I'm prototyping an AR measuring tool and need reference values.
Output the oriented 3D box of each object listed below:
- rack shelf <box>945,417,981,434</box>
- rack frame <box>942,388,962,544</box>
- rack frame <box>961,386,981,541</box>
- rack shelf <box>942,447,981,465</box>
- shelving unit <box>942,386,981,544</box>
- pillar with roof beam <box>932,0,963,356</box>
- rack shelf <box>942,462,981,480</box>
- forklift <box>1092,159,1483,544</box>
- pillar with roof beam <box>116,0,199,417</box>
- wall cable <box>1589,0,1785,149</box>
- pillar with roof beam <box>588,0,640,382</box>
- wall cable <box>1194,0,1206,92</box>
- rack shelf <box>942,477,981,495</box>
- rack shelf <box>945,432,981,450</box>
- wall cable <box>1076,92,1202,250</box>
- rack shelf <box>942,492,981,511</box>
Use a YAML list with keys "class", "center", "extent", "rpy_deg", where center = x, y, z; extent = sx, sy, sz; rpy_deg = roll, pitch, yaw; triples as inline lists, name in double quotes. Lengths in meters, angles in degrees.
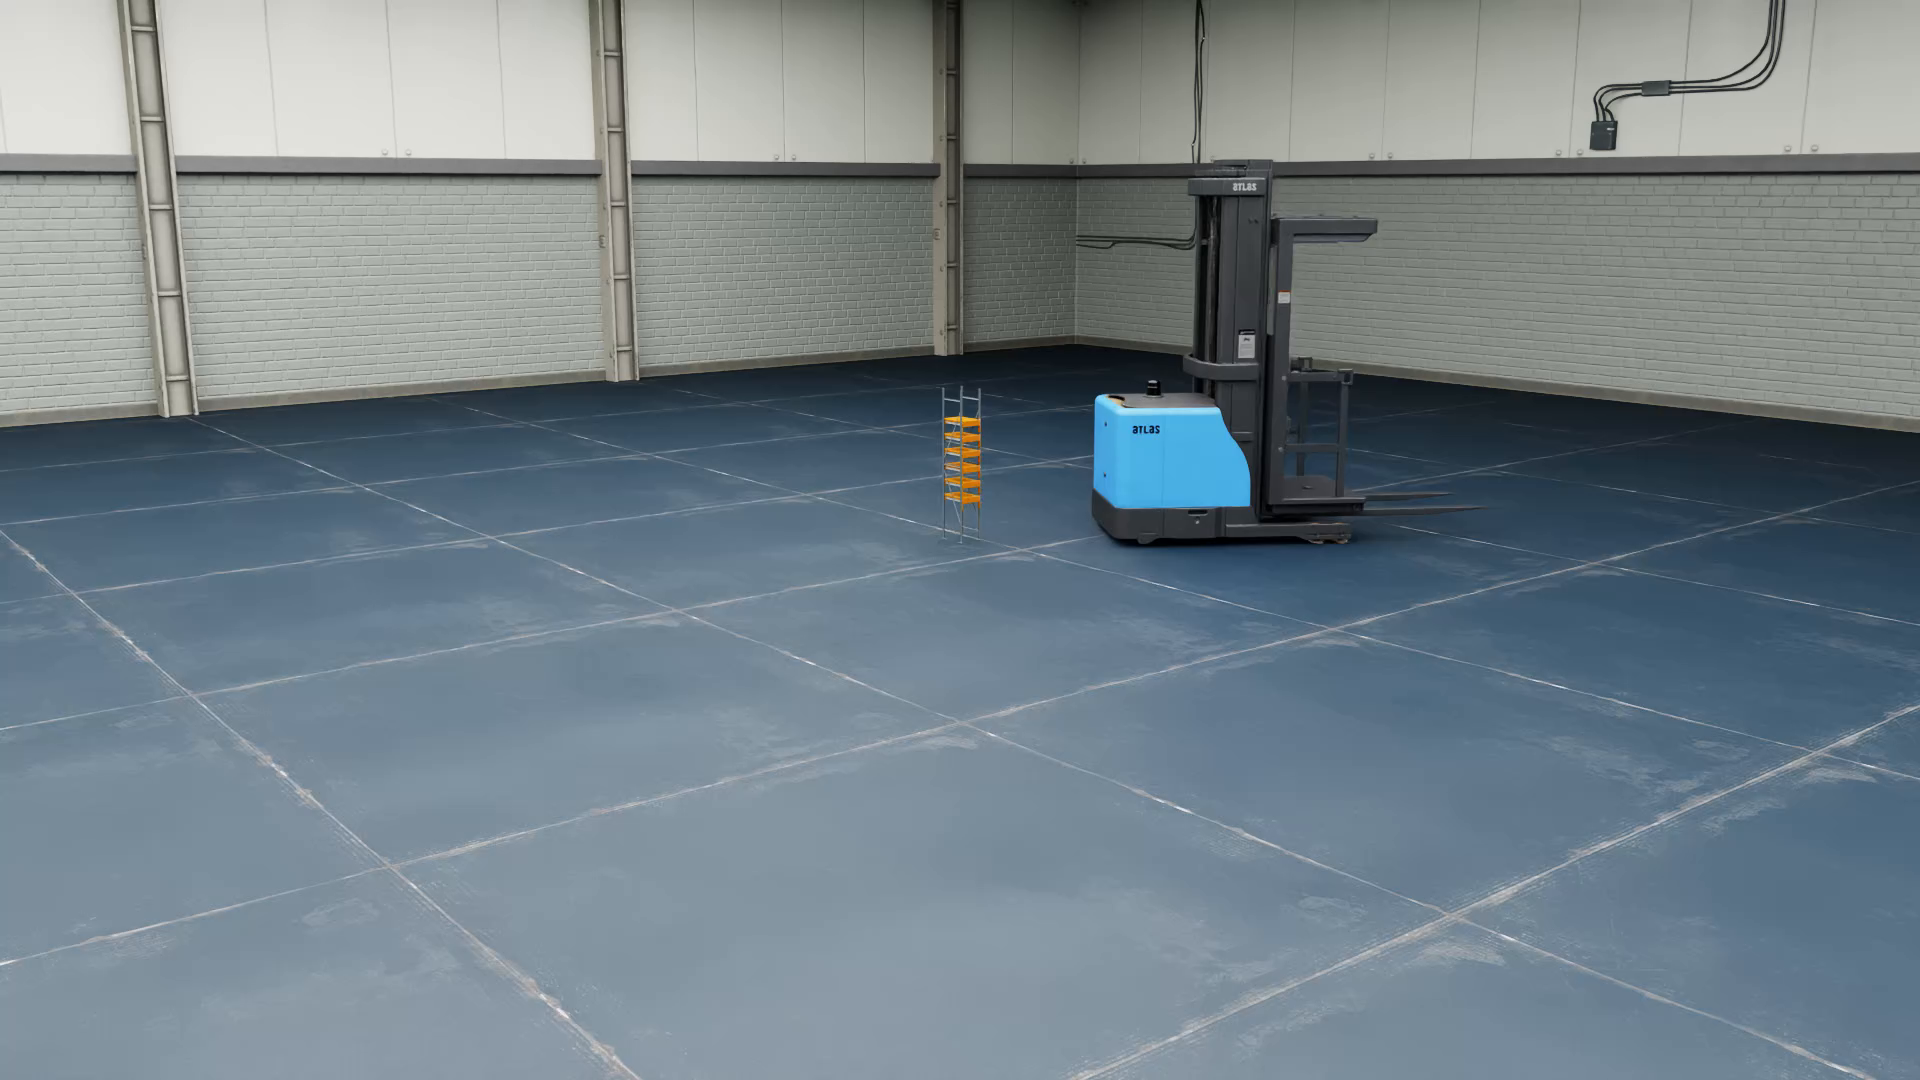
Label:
- class: "rack shelf"
  center: [0.011, -0.897, 12.947]
  extent: [0.180, 0.103, 0.258]
  rpy_deg: [-9, 15, -38]
- class: "rack frame"
  center: [-0.060, -0.577, 12.957]
  extent: [0.006, 1.200, 0.240]
  rpy_deg: [-9, 15, -38]
- class: "rack frame"
  center: [0.083, -0.601, 13.069]
  extent: [0.006, 1.200, 0.240]
  rpy_deg: [-9, 15, -38]
- class: "rack shelf"
  center: [0.011, -0.663, 12.997]
  extent: [0.180, 0.103, 0.258]
  rpy_deg: [-9, 15, -38]
- class: "shelving unit"
  center: [0.011, -0.589, 13.013]
  extent: [0.189, 1.200, 0.258]
  rpy_deg: [-9, 15, -38]
- class: "pillar with roof beam"
  center: [2.496, -6.795, 23.465]
  extent: [0.400, 9.000, 9.100]
  rpy_deg: [-9, 15, -38]
- class: "rack shelf"
  center: [0.011, -0.545, 13.022]
  extent: [0.180, 0.103, 0.258]
  rpy_deg: [-9, 15, -38]
- class: "forklift"
  center: [2.639, -1.510, 13.183]
  extent: [3.031, 2.935, 1.130]
  rpy_deg: [-1, 12, -6]
- class: "pillar with roof beam"
  center: [-6.874, -5.238, 16.132]
  extent: [0.400, 9.000, 9.100]
  rpy_deg: [-9, 15, -38]
- class: "wall cable"
  center: [8.852, -7.783, 19.929]
  extent: [0.169, 6.003, 2.305]
  rpy_deg: [-9, 15, -38]
- class: "pillar with roof beam"
  center: [-2.189, -6.017, 19.799]
  extent: [0.400, 9.000, 9.100]
  rpy_deg: [-9, 15, -38]
- class: "wall cable"
  center: [4.623, -8.174, 25.275]
  extent: [0.112, 2.526, 3.097]
  rpy_deg: [-9, 15, -38]
- class: "rack shelf"
  center: [0.011, -0.428, 13.047]
  extent: [0.180, 0.103, 0.258]
  rpy_deg: [-9, 15, -38]
- class: "rack shelf"
  center: [0.011, -0.780, 12.972]
  extent: [0.180, 0.103, 0.258]
  rpy_deg: [-9, 15, -38]
- class: "wall cable"
  center: [2.933, -6.142, 27.866]
  extent: [0.112, 2.526, 3.097]
  rpy_deg: [-9, 15, -38]
- class: "rack shelf"
  center: [0.011, -0.311, 13.072]
  extent: [0.180, 0.103, 0.258]
  rpy_deg: [-9, 15, -38]
